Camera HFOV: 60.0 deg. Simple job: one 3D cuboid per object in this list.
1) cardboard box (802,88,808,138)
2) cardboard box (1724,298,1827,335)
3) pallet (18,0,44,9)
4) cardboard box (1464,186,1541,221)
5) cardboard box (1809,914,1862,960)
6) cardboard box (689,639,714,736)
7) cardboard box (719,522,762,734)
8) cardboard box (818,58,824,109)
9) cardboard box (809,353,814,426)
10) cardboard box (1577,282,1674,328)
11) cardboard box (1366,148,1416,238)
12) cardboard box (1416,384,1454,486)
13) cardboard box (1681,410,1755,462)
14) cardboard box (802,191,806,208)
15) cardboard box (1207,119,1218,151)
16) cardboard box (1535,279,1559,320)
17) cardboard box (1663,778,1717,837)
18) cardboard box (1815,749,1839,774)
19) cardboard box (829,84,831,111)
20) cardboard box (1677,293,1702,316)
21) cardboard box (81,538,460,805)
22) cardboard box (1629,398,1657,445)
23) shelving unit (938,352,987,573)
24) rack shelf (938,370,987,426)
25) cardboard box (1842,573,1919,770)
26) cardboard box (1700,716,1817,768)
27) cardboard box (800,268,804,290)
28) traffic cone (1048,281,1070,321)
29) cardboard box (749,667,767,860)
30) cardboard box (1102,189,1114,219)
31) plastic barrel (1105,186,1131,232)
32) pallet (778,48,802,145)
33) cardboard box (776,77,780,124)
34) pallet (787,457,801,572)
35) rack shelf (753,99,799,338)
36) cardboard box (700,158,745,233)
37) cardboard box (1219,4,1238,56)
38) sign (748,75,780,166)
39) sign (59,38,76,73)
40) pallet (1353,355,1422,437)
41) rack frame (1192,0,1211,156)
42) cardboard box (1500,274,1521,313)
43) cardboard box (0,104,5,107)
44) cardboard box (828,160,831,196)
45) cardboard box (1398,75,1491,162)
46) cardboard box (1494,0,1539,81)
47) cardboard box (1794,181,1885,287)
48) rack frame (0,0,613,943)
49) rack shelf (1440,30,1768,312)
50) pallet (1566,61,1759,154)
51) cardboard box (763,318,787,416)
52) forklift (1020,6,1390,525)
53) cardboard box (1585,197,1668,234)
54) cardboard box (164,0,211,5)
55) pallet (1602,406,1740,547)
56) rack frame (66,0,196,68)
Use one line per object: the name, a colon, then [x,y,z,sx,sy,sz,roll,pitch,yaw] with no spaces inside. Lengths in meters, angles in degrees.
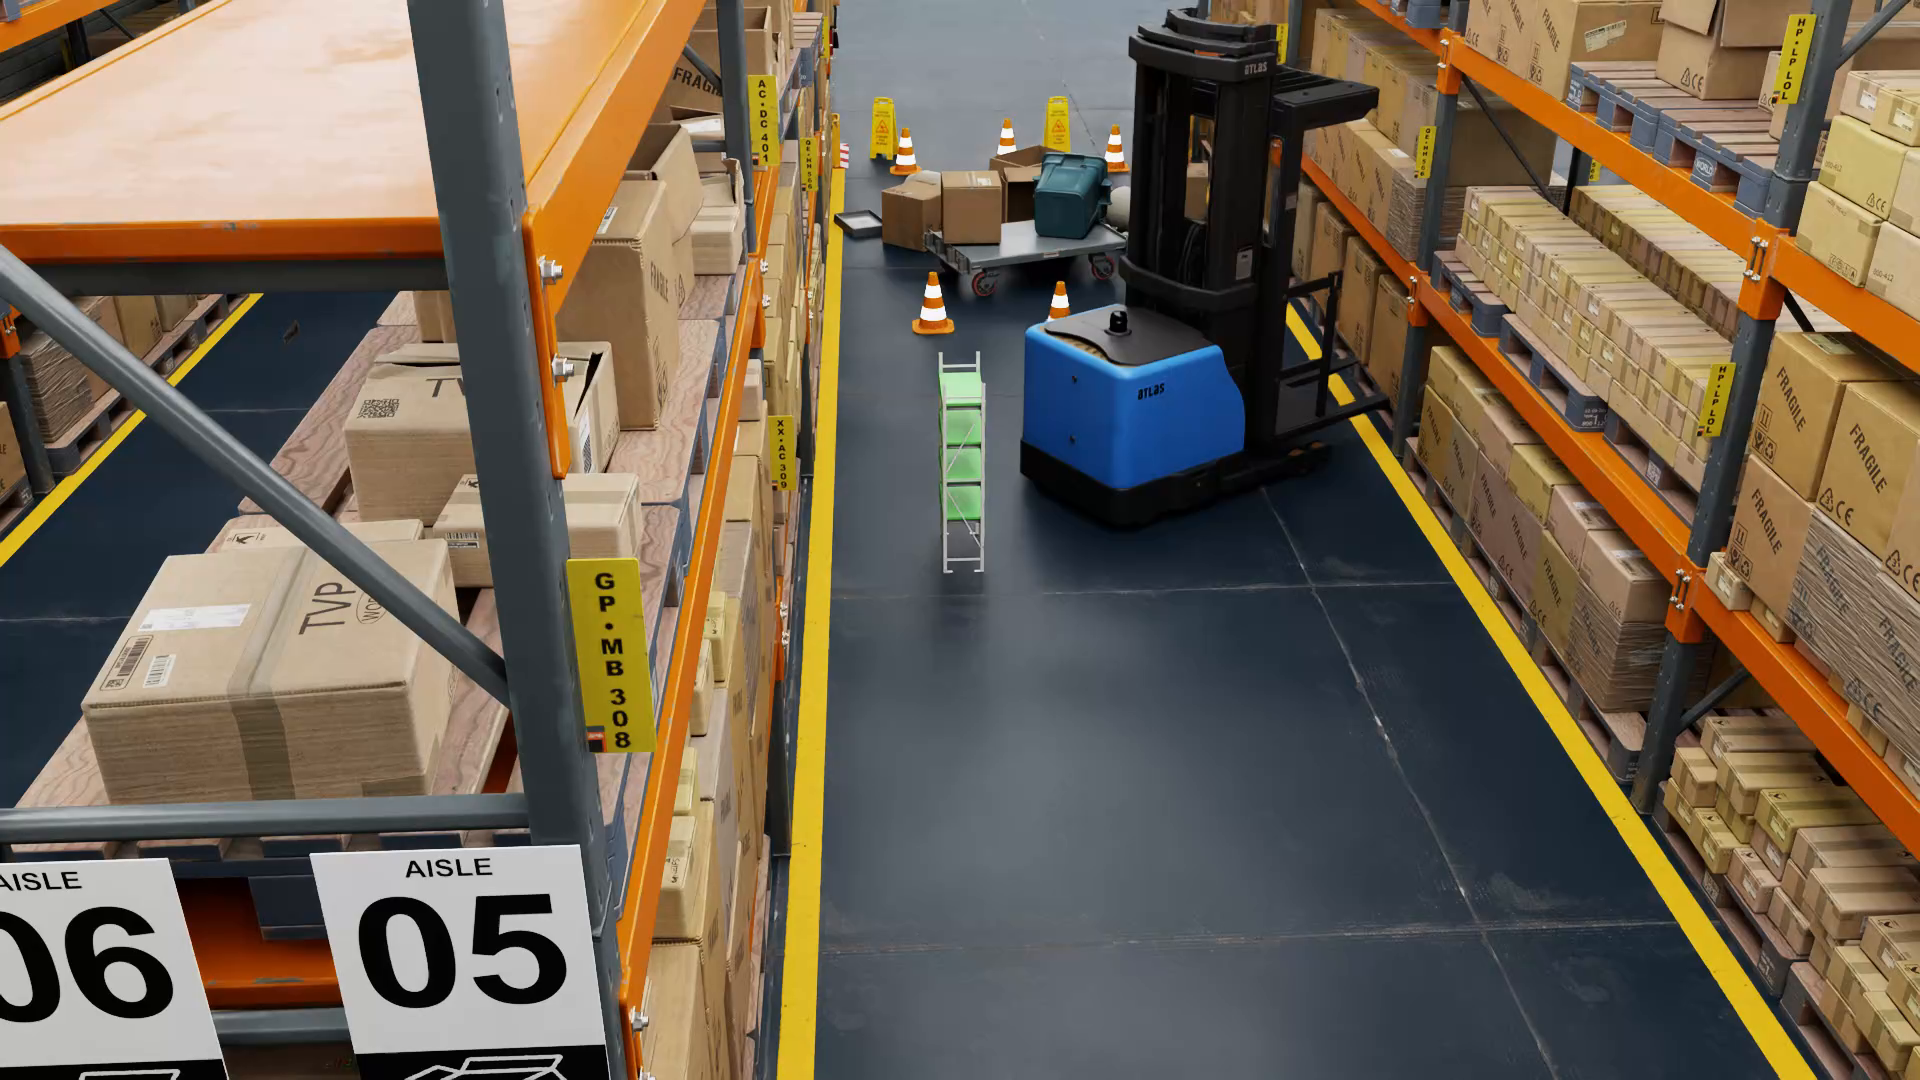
cardboard box: [-1.353,-3.052,11.975,0.500,0.500,0.500,-2,28,-5]
cardboard box: [4.056,-1.091,8.272,0.380,0.149,0.250,-2,28,-3]
pallet: [-6.617,-3.712,11.084,1.003,0.211,1.213,0,28,0]
cardboard box: [3.295,-2.044,10.100,0.380,0.149,0.250,-1,28,-3]
cardboard box: [3.526,1.521,6.397,0.380,0.149,0.250,0,28,0]
cardboard box: [-0.851,0.389,4.369,0.380,0.149,0.250,-1,28,-2]
cardboard box: [-0.910,0.280,5.279,0.500,0.500,0.500,-1,28,-2]
cardboard box: [-1.427,-3.993,14.233,0.500,0.500,0.500,-1,28,-3]
cardboard box: [-1.493,-1.042,11.392,0.950,0.372,0.625,-3,28,-6]
cardboard box: [3.390,-1.200,8.481,0.380,0.149,0.250,-3,28,-5]
cardboard box: [3.148,-2.402,11.504,0.500,0.500,0.500,-1,28,-3]
cardboard box: [3.246,-0.671,10.542,0.500,0.500,0.500,-3,28,-5]
cardboard box: [3.455,-0.464,7.393,0.380,0.149,0.250,-1,28,-1]
cardboard box: [-1.248,-2.376,11.379,0.380,0.149,0.250,-1,28,-2]
cardboard box: [3.148,-4.553,17.580,0.875,0.875,0.875,-1,28,-2]
cardboard box: [3.358,-1.310,9.014,0.380,0.149,0.250,-2,28,-3]
cardboard box: [3.371,1.175,7.382,0.380,0.149,0.250,-3,28,-5]
cardboard box: [3.952,0.893,7.279,0.380,0.149,0.250,-1,28,-1]
cardboard box: [-1.589,-4.390,17.132,0.500,0.500,0.500,-1,28,-2]
cardboard box: [4.028,-1.201,8.804,0.380,0.149,0.250,-2,28,-4]
cardboard box: [-1.169,0.235,2.912,0.500,0.250,0.500,-4,28,-7]
cardboard box: [3.429,-0.567,7.912,0.380,0.149,0.250,-1,28,-3]
shelving unit: [0.009,-0.456,9.826,0.258,1.200,0.503,-1,28,-3]
rack shelf: [0.009,-0.824,9.634,0.258,0.148,0.480,-1,28,-3]
cardboard box: [3.471,0.442,5.730,0.500,0.500,0.500,-2,28,-4]
cardboard box: [3.484,0.899,7.267,0.380,0.149,0.250,0,28,-1]
cardboard box: [-1.188,-1.466,9.979,0.500,0.250,0.500,-2,28,-4]
traffic cone: [0.794,-1.834,13.265,0.336,0.463,0.334,-1,28,-3]
cardboard box: [-0.912,0.720,5.517,0.500,0.500,0.500,-2,28,-3]
cardboard box: [1.326,-3.310,16.310,0.396,0.266,0.258,3,28,6]
plastic barrel: [1.664,-3.118,15.770,0.512,0.421,0.421,19,33,32]
pallet: [-1.326,-2.194,8.173,1.003,0.211,1.213,0,28,0]
cardboard box: [-0.981,-1.918,7.239,0.380,0.166,0.250,-3,28,-6]
pallet: [-1.508,-0.158,10.324,1.003,0.211,1.213,-1,28,-3]
rack shelf: [-1.369,-1.847,8.082,1.077,0.370,4.000,-1,28,-3]
cardboard box: [-0.912,-1.126,5.505,0.396,0.266,0.258,-1,28,-1]
cardboard box: [3.065,-5.002,16.434,0.875,0.550,0.550,-1,28,-3]
sign: [-0.711,-1.521,6.034,0.100,0.325,0.005,-1,28,-3]
sign: [-7.193,-3.890,13.444,0.100,0.325,0.005,-1,28,-3]
pallet: [3.498,-1.056,12.046,1.003,0.211,1.213,-1,28,-3]
rack frame: [3.047,-5.620,17.783,1.000,3.000,0.127,-1,28,-3]
cardboard box: [3.330,-1.416,9.539,0.380,0.149,0.250,0,28,0]
cardboard box: [-6.821,-3.060,12.064,0.380,0.149,0.250,-2,28,-3]
cardboard box: [-1.529,-3.574,16.377,0.500,0.250,0.500,-2,28,-4]
cardboard box: [3.423,-2.855,11.291,0.700,0.500,0.500,-2,28,-3]
cardboard box: [3.262,-2.799,9.022,0.500,0.500,0.500,-1,28,-3]
cardboard box: [3.434,-1.122,6.076,0.500,0.250,0.500,0,28,0]
rack frame: [-1.056,-0.725,1.910,1.000,3.000,0.127,-1,28,-3]
rack shelf: [3.569,-2.013,8.401,1.077,0.370,4.000,-1,28,-3]
pallet: [3.690,-2.092,7.977,1.213,0.211,1.003,-1,28,-3]
cardboard box: [-1.001,-0.610,6.987,0.500,0.500,0.500,-1,28,-2]
forklift: [1.888,-1.916,10.754,3.031,2.935,1.130,-19,33,-31]
cardboard box: [3.958,-1.933,9.887,0.380,0.149,0.250,-2,28,-3]
cardboard box: [-6.974,-4.799,15.077,0.380,0.149,0.250,-1,28,-1]
pallet: [3.778,-0.350,7.885,1.003,0.211,1.213,-1,28,-3]
rack frame: [-6.639,-3.485,13.689,1.000,3.000,0.127,-1,28,-3]
